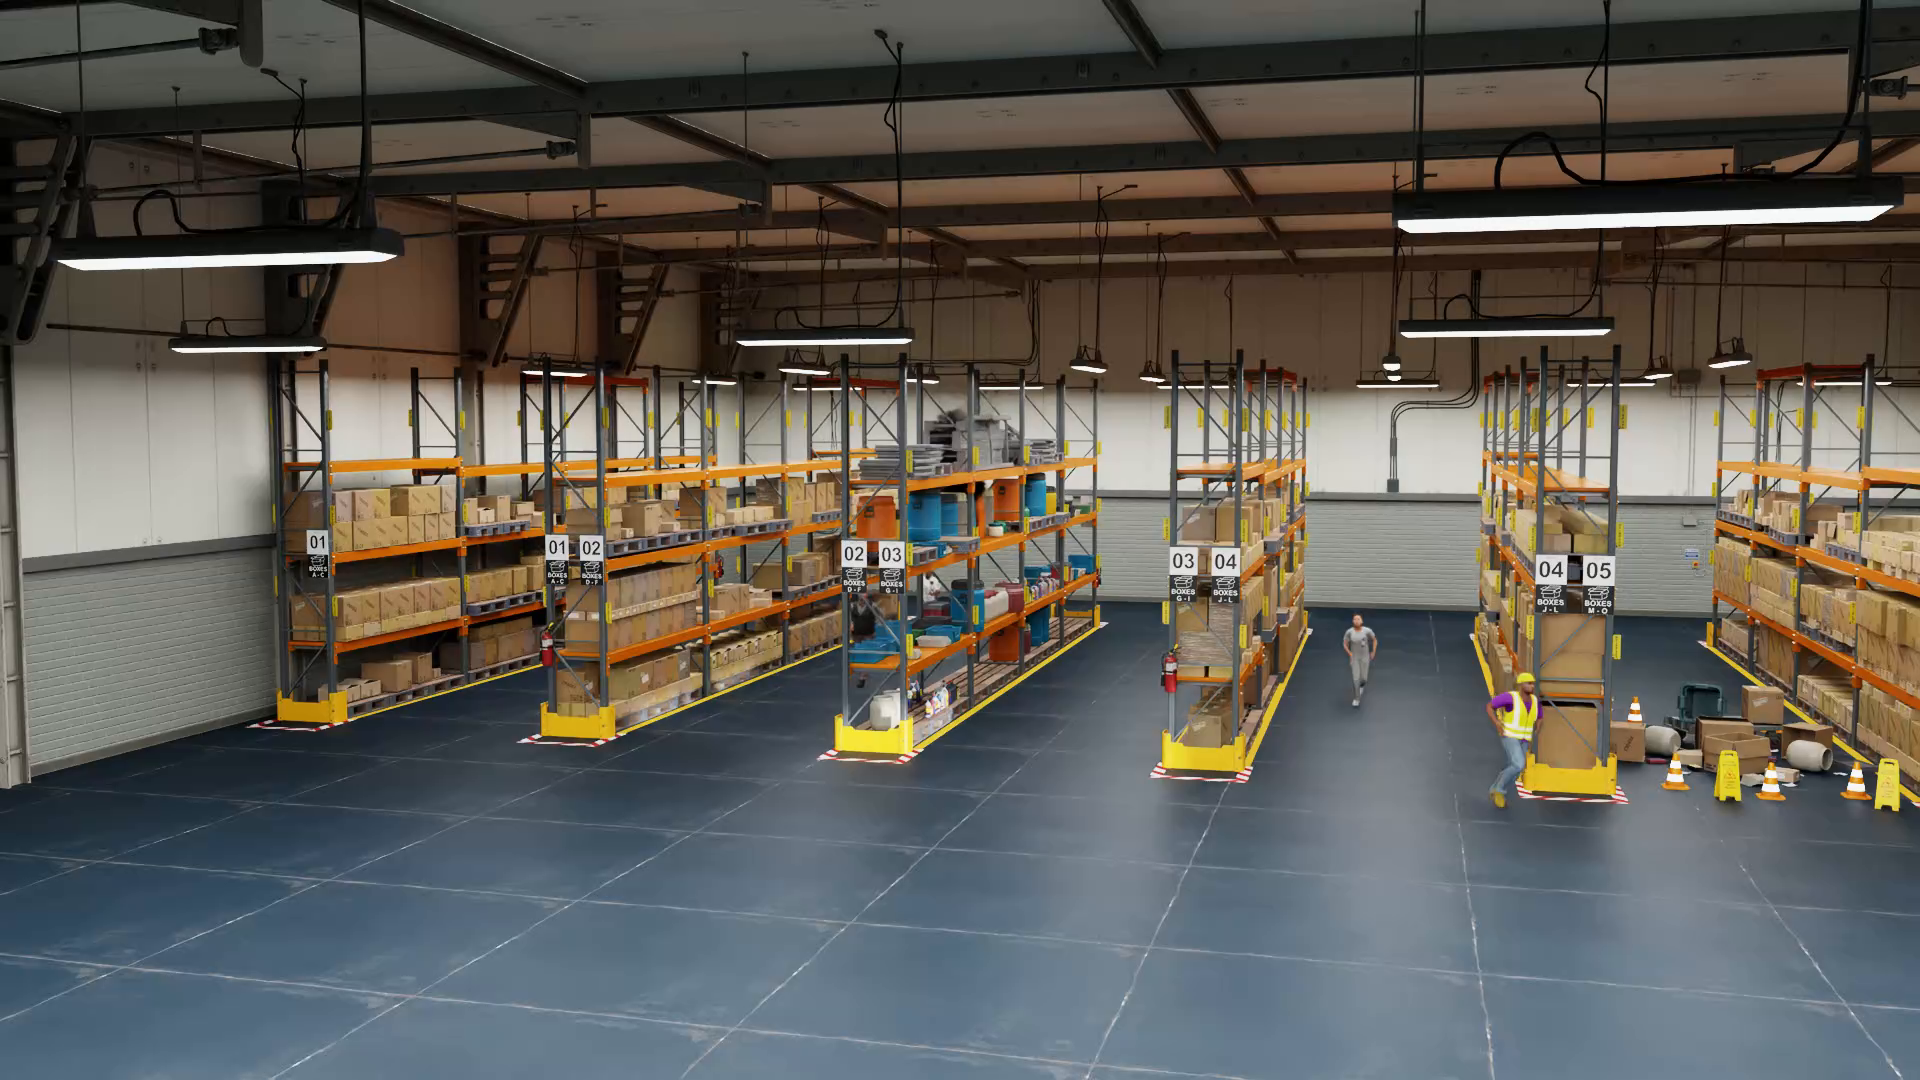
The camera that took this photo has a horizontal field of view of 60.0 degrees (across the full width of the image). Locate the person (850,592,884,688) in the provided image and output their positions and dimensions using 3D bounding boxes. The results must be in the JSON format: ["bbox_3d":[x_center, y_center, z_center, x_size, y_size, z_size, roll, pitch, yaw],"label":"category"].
[{"bbox_3d":[-1.719,1.731,29.661,0.683,1.760,0.768,1,4,13],"label":"person"}]

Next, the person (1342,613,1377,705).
[{"bbox_3d":[7.025,2.094,29.256,0.584,1.631,0.632,1,4,14],"label":"person"}]

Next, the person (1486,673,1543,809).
[{"bbox_3d":[7.242,2.593,21.589,0.713,1.747,0.633,-2,5,-25],"label":"person"}]

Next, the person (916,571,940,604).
[{"bbox_3d":[-0.738,1.422,38.054,0.587,1.671,0.852,0,4,5],"label":"person"}]
